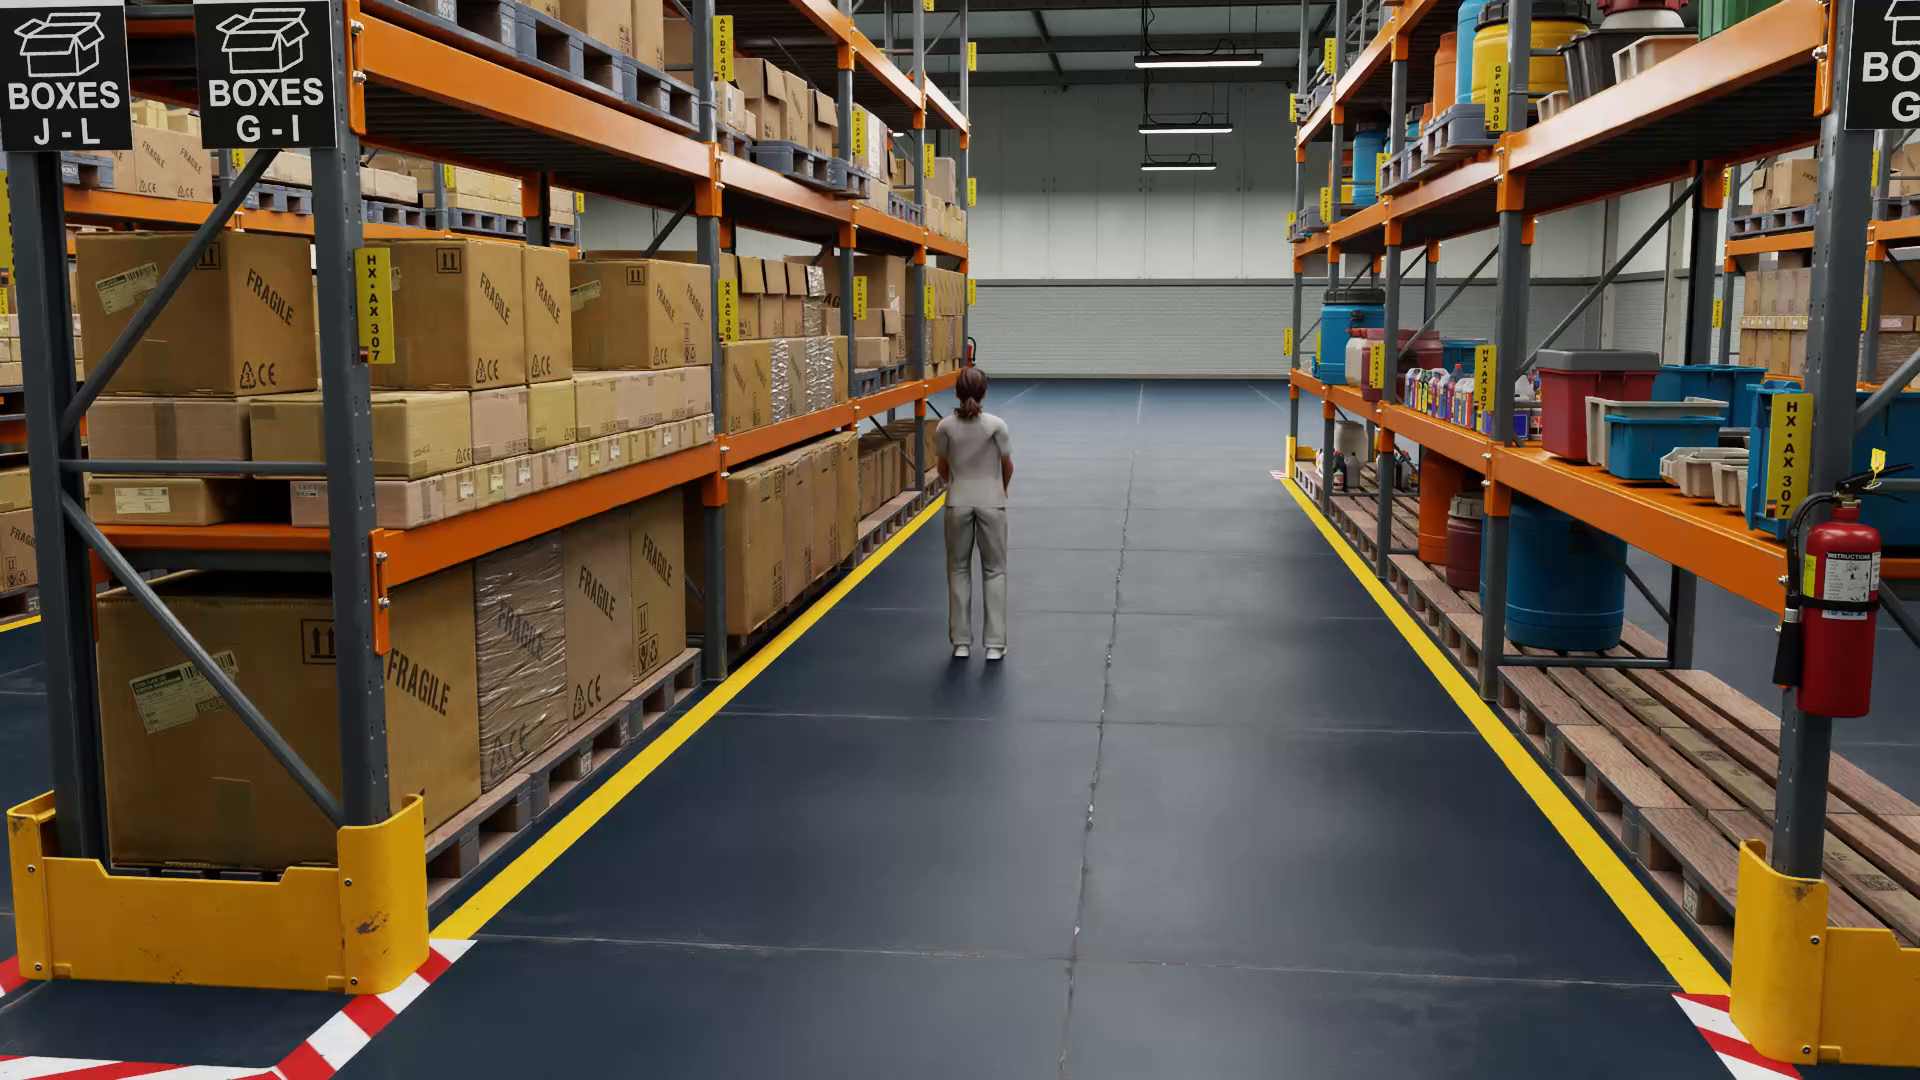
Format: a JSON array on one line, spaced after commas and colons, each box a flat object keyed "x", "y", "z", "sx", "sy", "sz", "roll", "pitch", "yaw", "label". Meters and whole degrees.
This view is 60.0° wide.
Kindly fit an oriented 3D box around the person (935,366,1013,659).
[{"x": 0.085, "y": -0.162, "z": 9.528, "sx": 0.442, "sy": 1.667, "sz": 0.549, "roll": 1, "pitch": 8, "yaw": 6, "label": "person"}]
